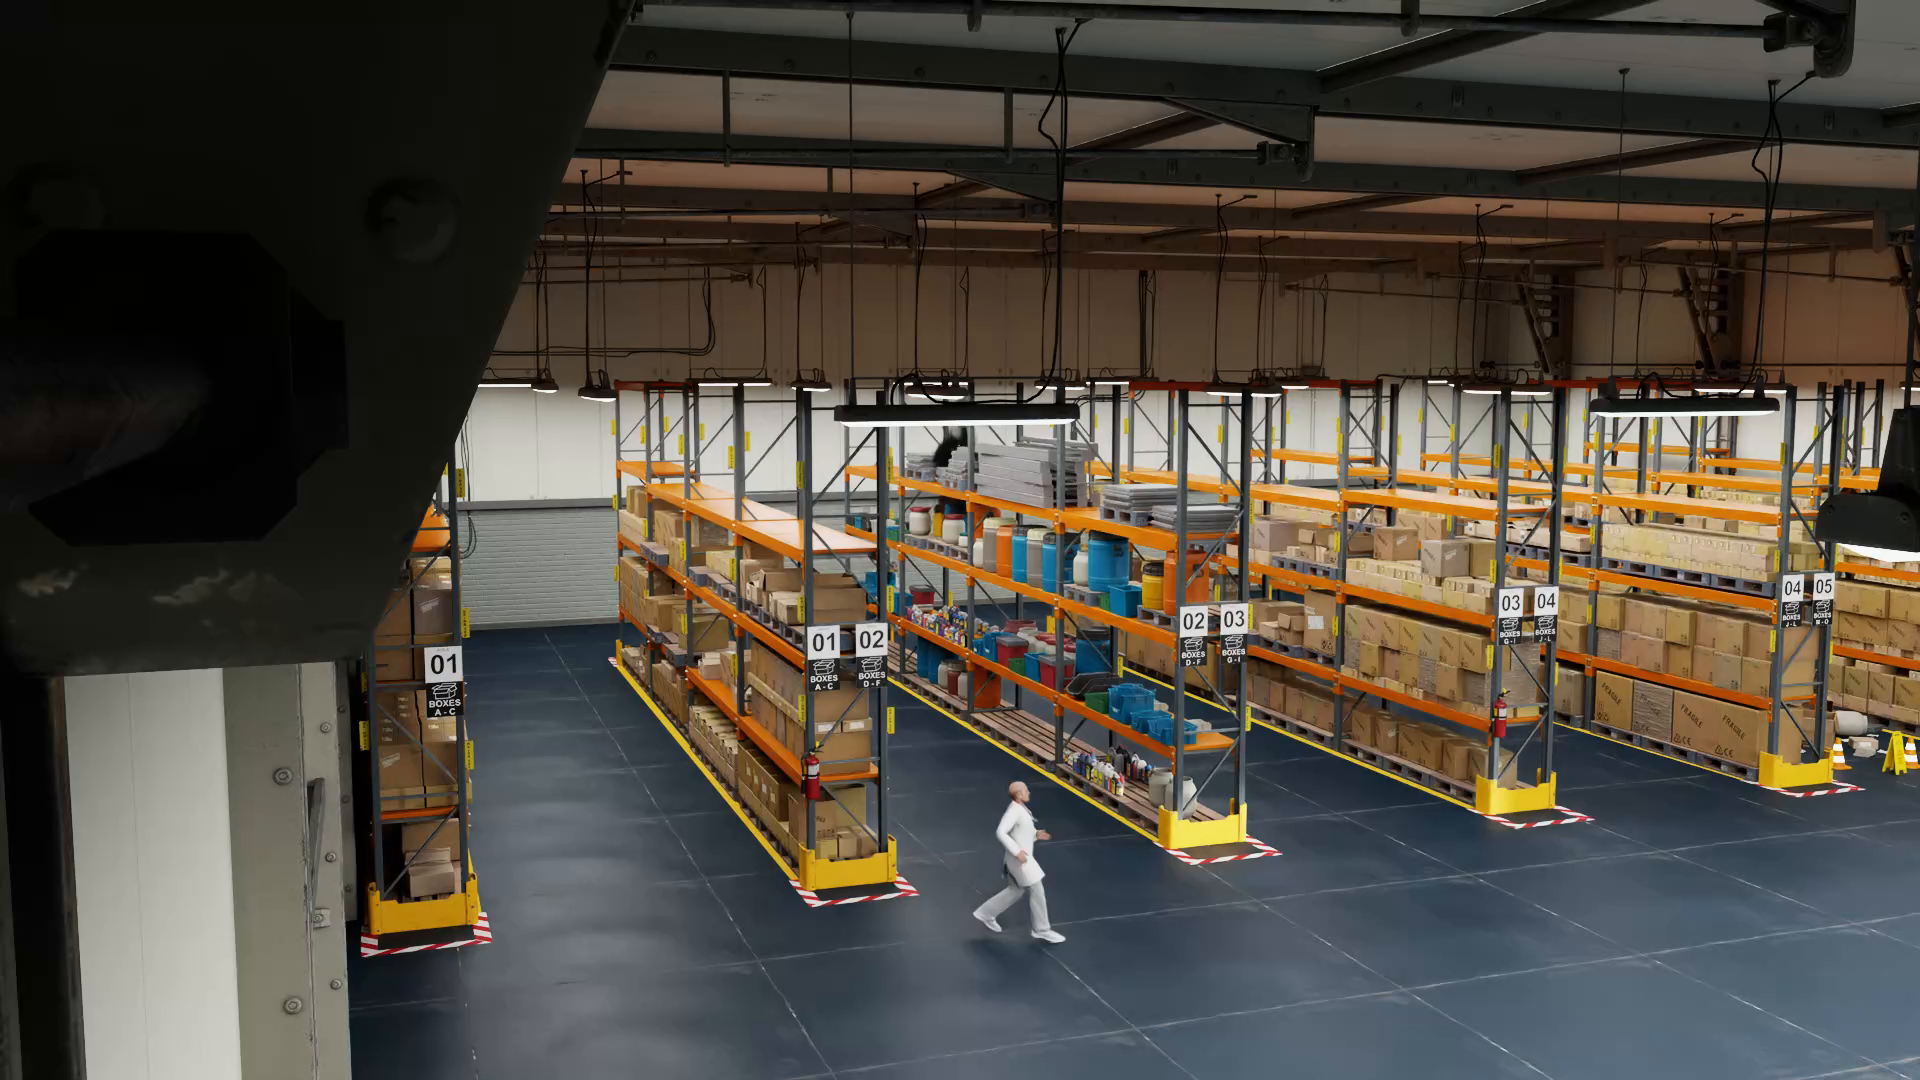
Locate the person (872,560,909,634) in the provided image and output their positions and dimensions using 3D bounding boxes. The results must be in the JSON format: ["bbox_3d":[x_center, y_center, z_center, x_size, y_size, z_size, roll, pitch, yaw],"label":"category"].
[{"bbox_3d":[-1.645,1.343,38.963,0.932,1.796,0.672,-1,6,-9],"label":"person"}]

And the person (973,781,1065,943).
[{"bbox_3d":[0.647,3.519,18.229,1.009,1.771,0.723,0,6,-1],"label":"person"}]

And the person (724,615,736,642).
[{"bbox_3d":[-4.753,1.840,35.173,0.560,1.598,0.848,-3,7,-27],"label":"person"}]
